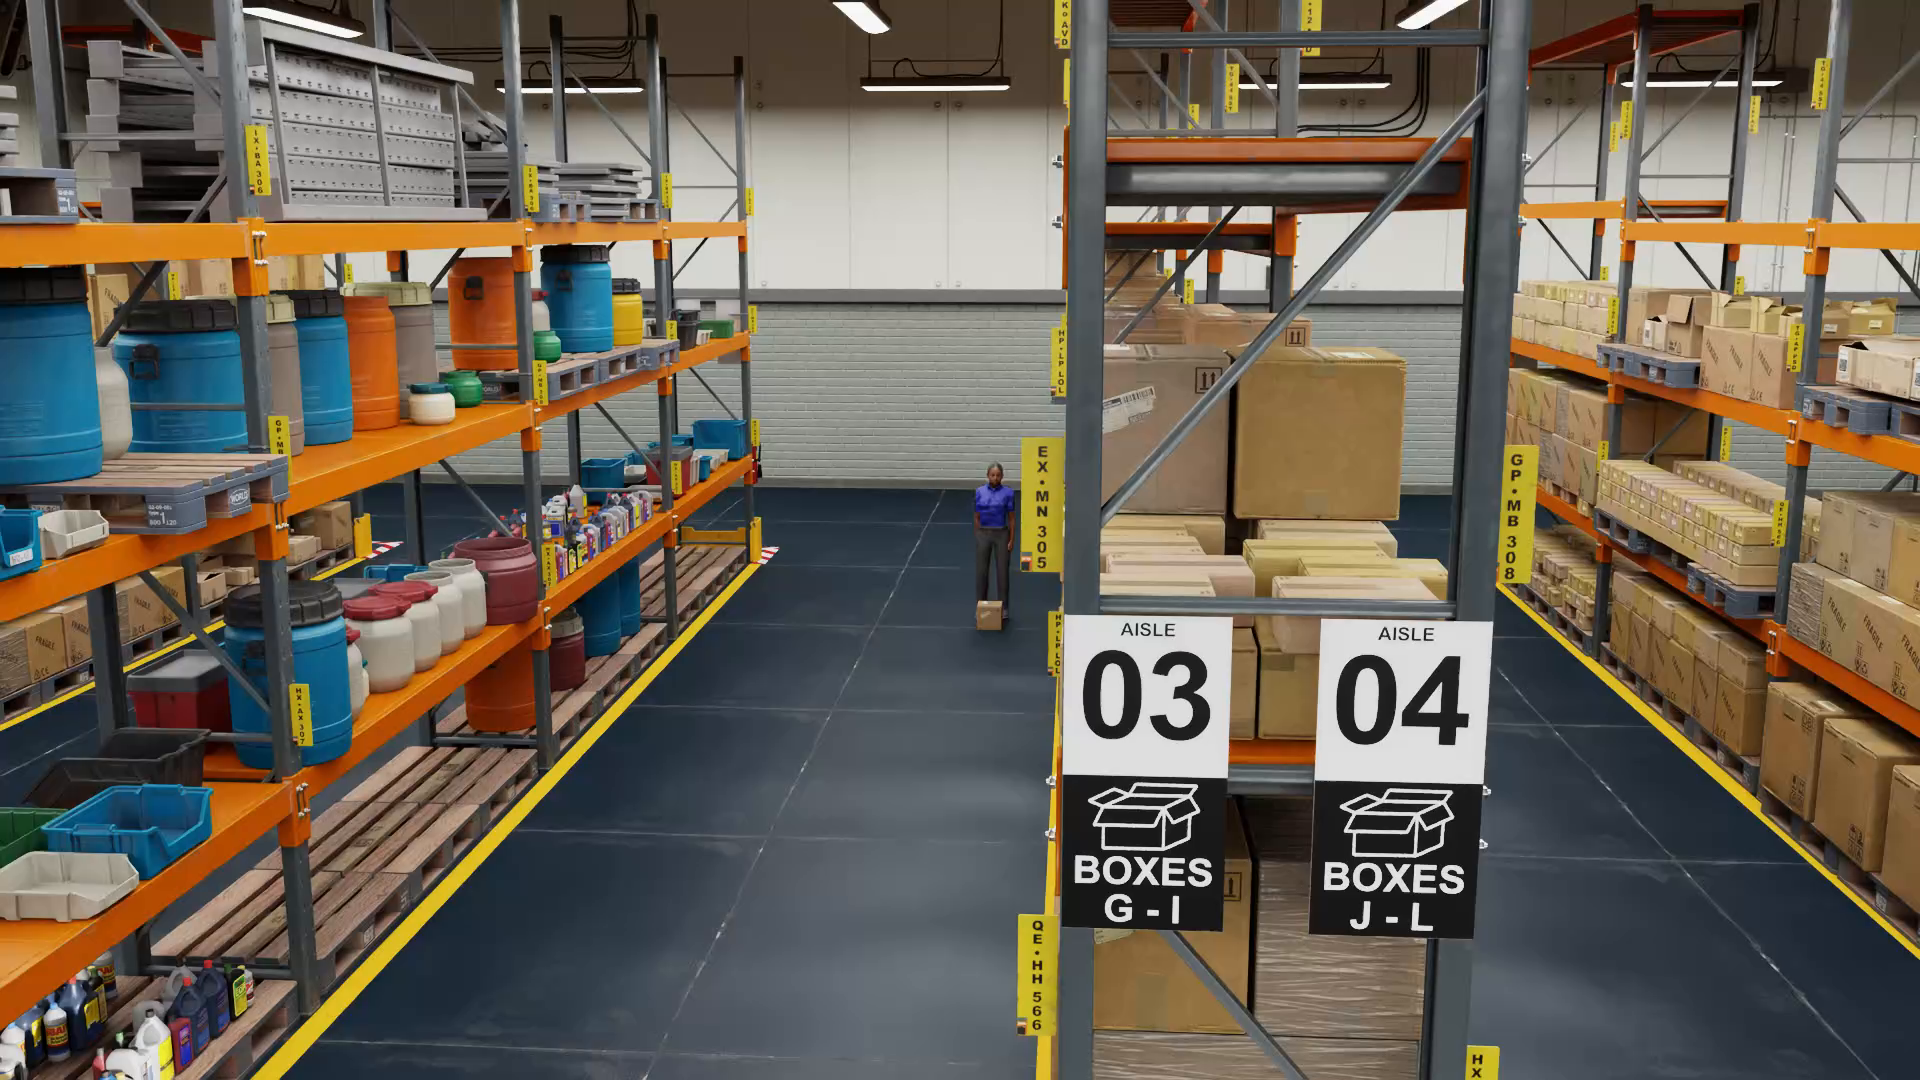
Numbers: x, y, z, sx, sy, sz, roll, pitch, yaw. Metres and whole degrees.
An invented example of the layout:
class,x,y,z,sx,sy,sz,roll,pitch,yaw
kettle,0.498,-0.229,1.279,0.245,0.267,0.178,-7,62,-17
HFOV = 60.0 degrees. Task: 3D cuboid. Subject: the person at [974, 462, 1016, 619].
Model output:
class,x,y,z,sx,sy,sz,roll,pitch,yaw
person,0.363,0.000,17.456,0.437,1.658,0.302,1,11,5
